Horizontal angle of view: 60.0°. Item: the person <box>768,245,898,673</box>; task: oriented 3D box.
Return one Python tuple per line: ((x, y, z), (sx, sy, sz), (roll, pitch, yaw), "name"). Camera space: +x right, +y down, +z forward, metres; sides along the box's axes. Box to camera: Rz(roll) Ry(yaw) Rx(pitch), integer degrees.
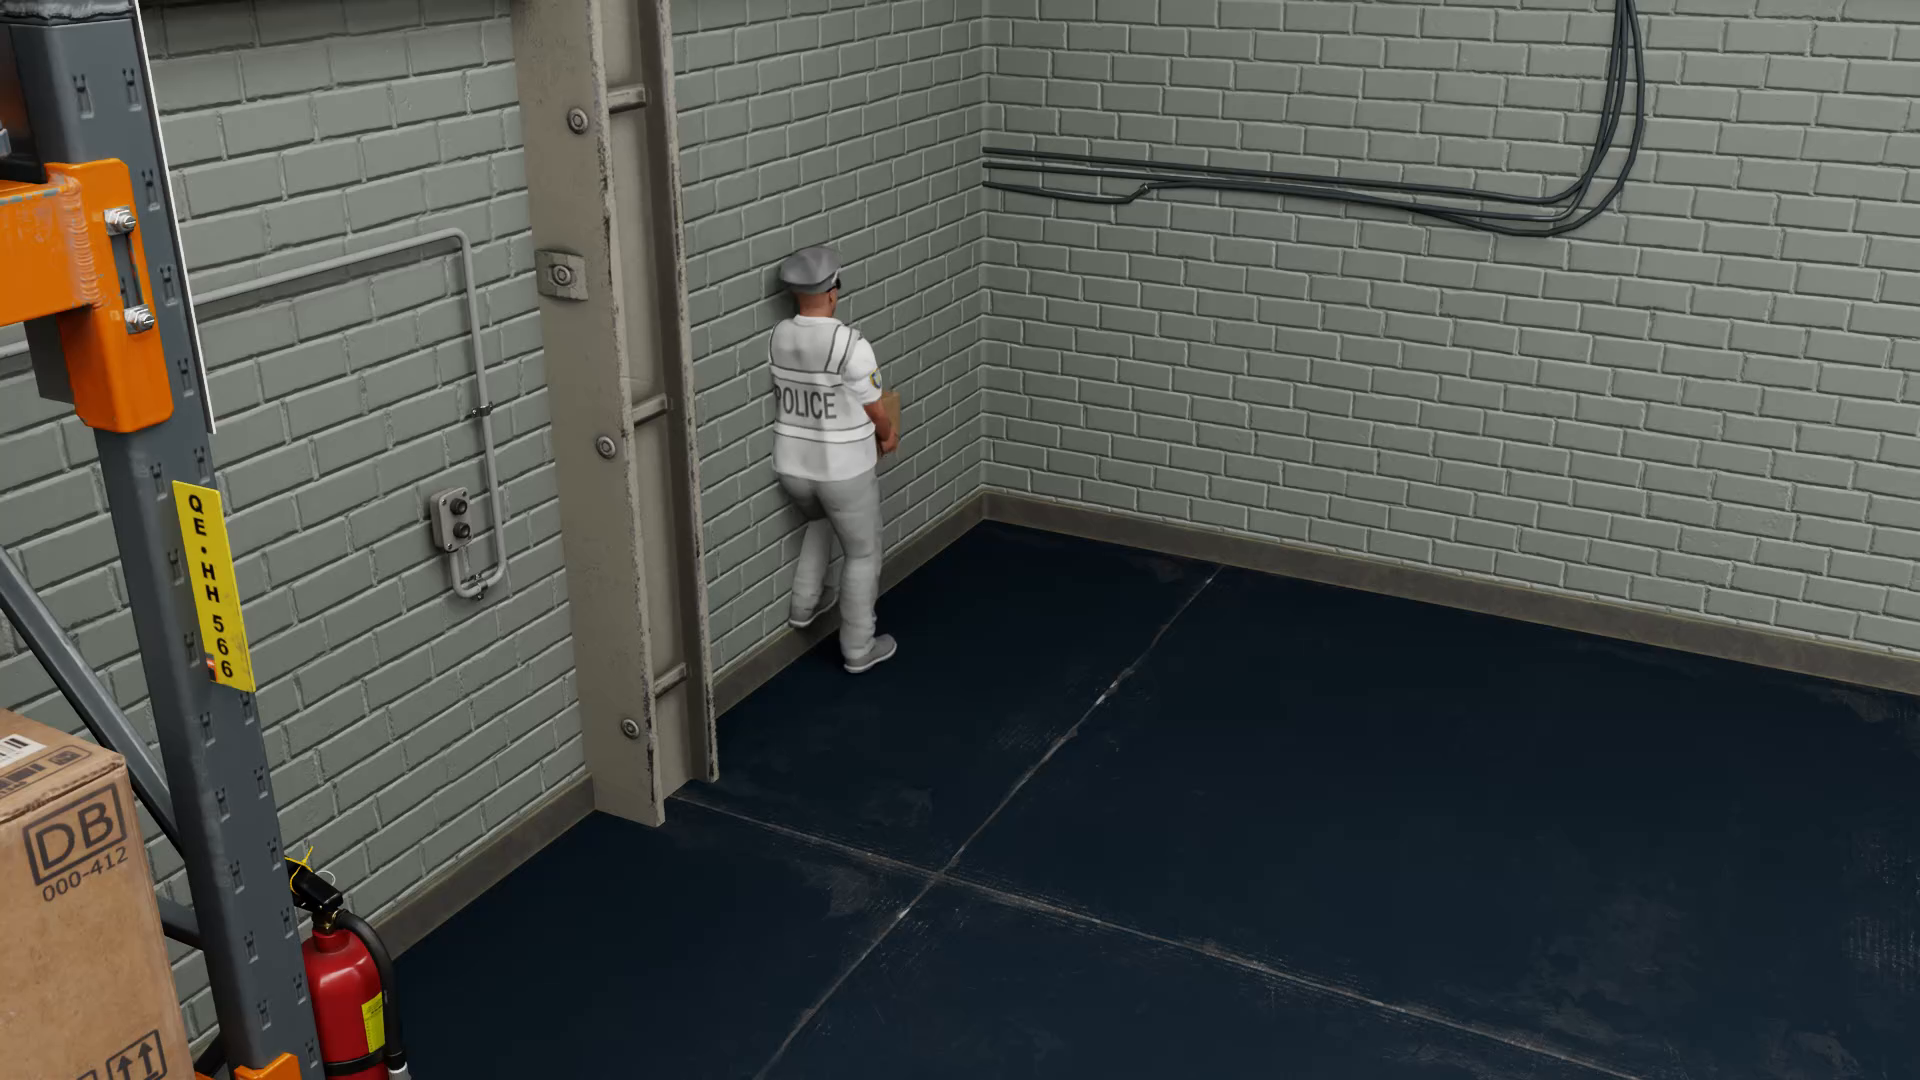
((-0.516, -0.343, 6.874), (0.518, 1.775, 0.550), (11, 25, 24), "person")
